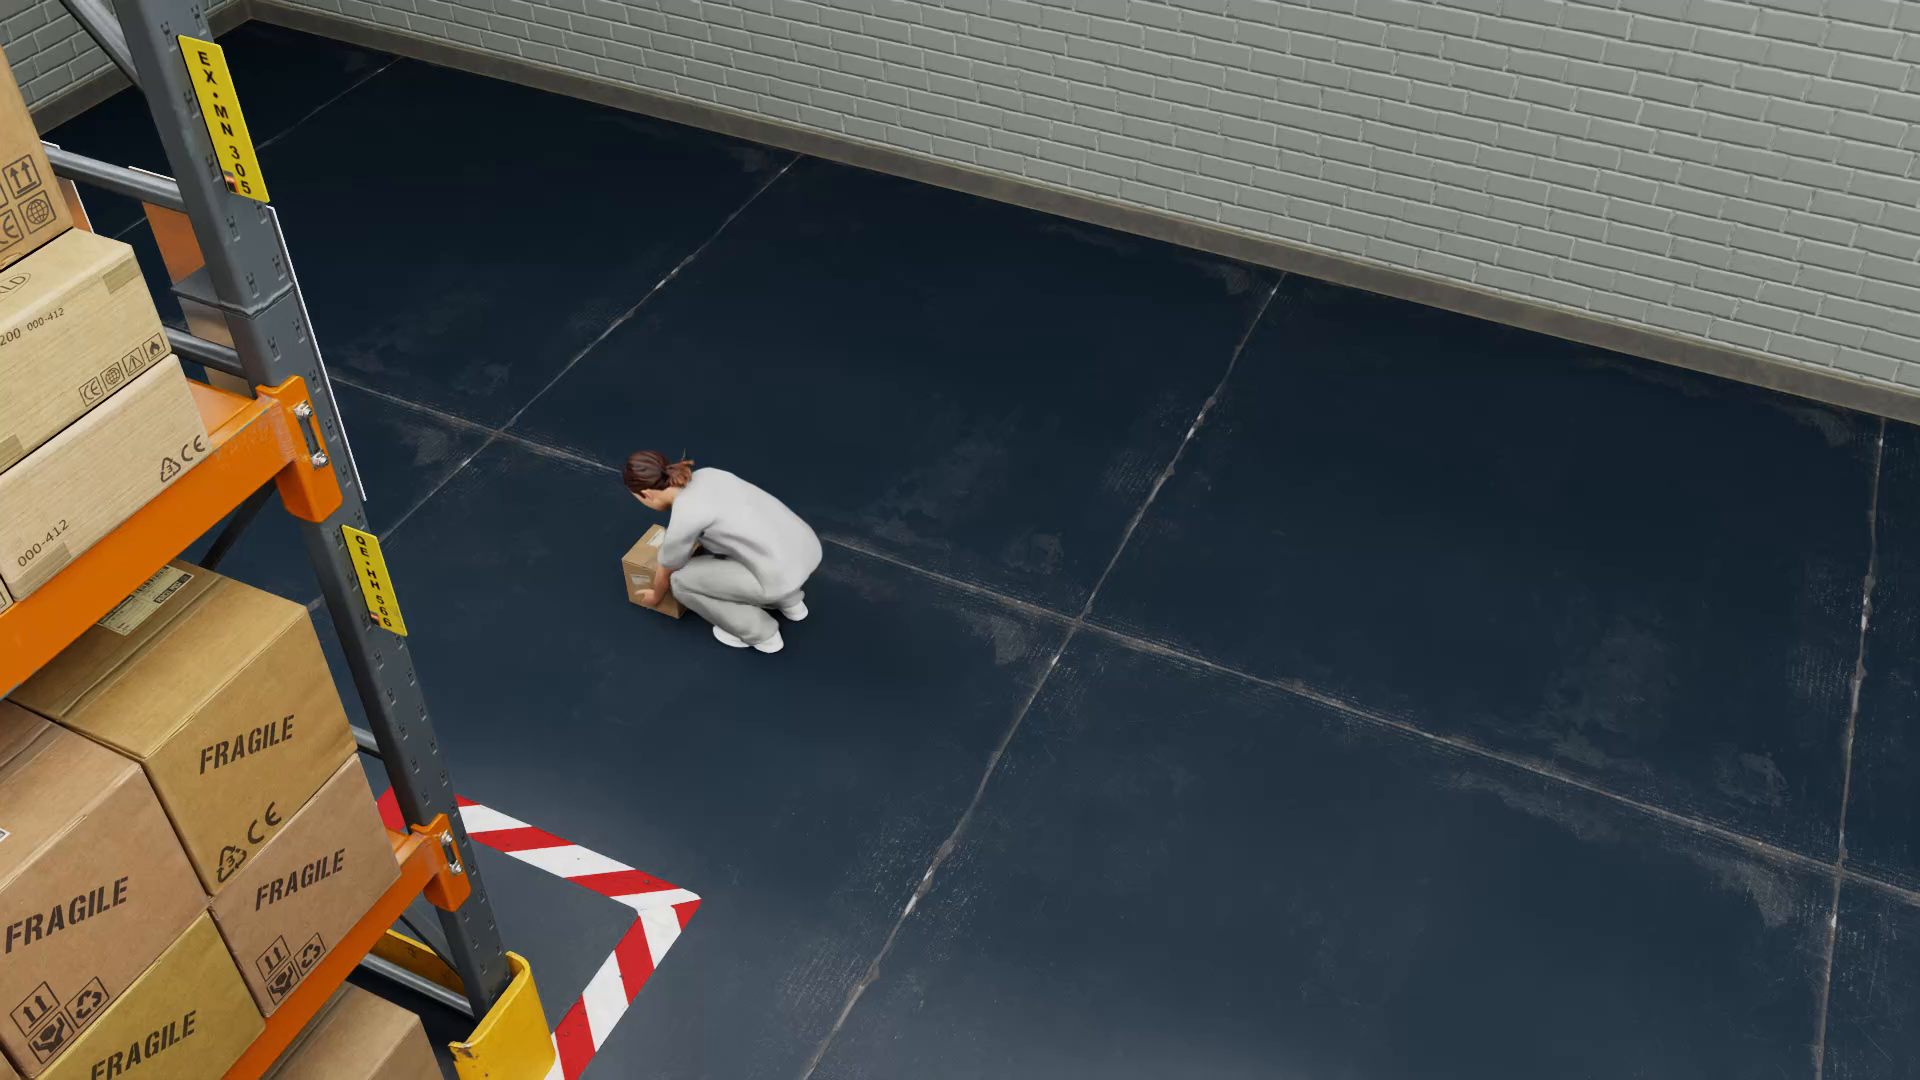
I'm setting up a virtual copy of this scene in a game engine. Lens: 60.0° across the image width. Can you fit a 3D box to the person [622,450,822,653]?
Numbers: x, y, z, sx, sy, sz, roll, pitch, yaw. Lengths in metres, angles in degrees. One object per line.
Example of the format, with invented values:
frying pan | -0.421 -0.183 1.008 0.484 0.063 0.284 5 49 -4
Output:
person | -0.959 0.025 6.789 0.801 0.802 0.477 18 45 18
